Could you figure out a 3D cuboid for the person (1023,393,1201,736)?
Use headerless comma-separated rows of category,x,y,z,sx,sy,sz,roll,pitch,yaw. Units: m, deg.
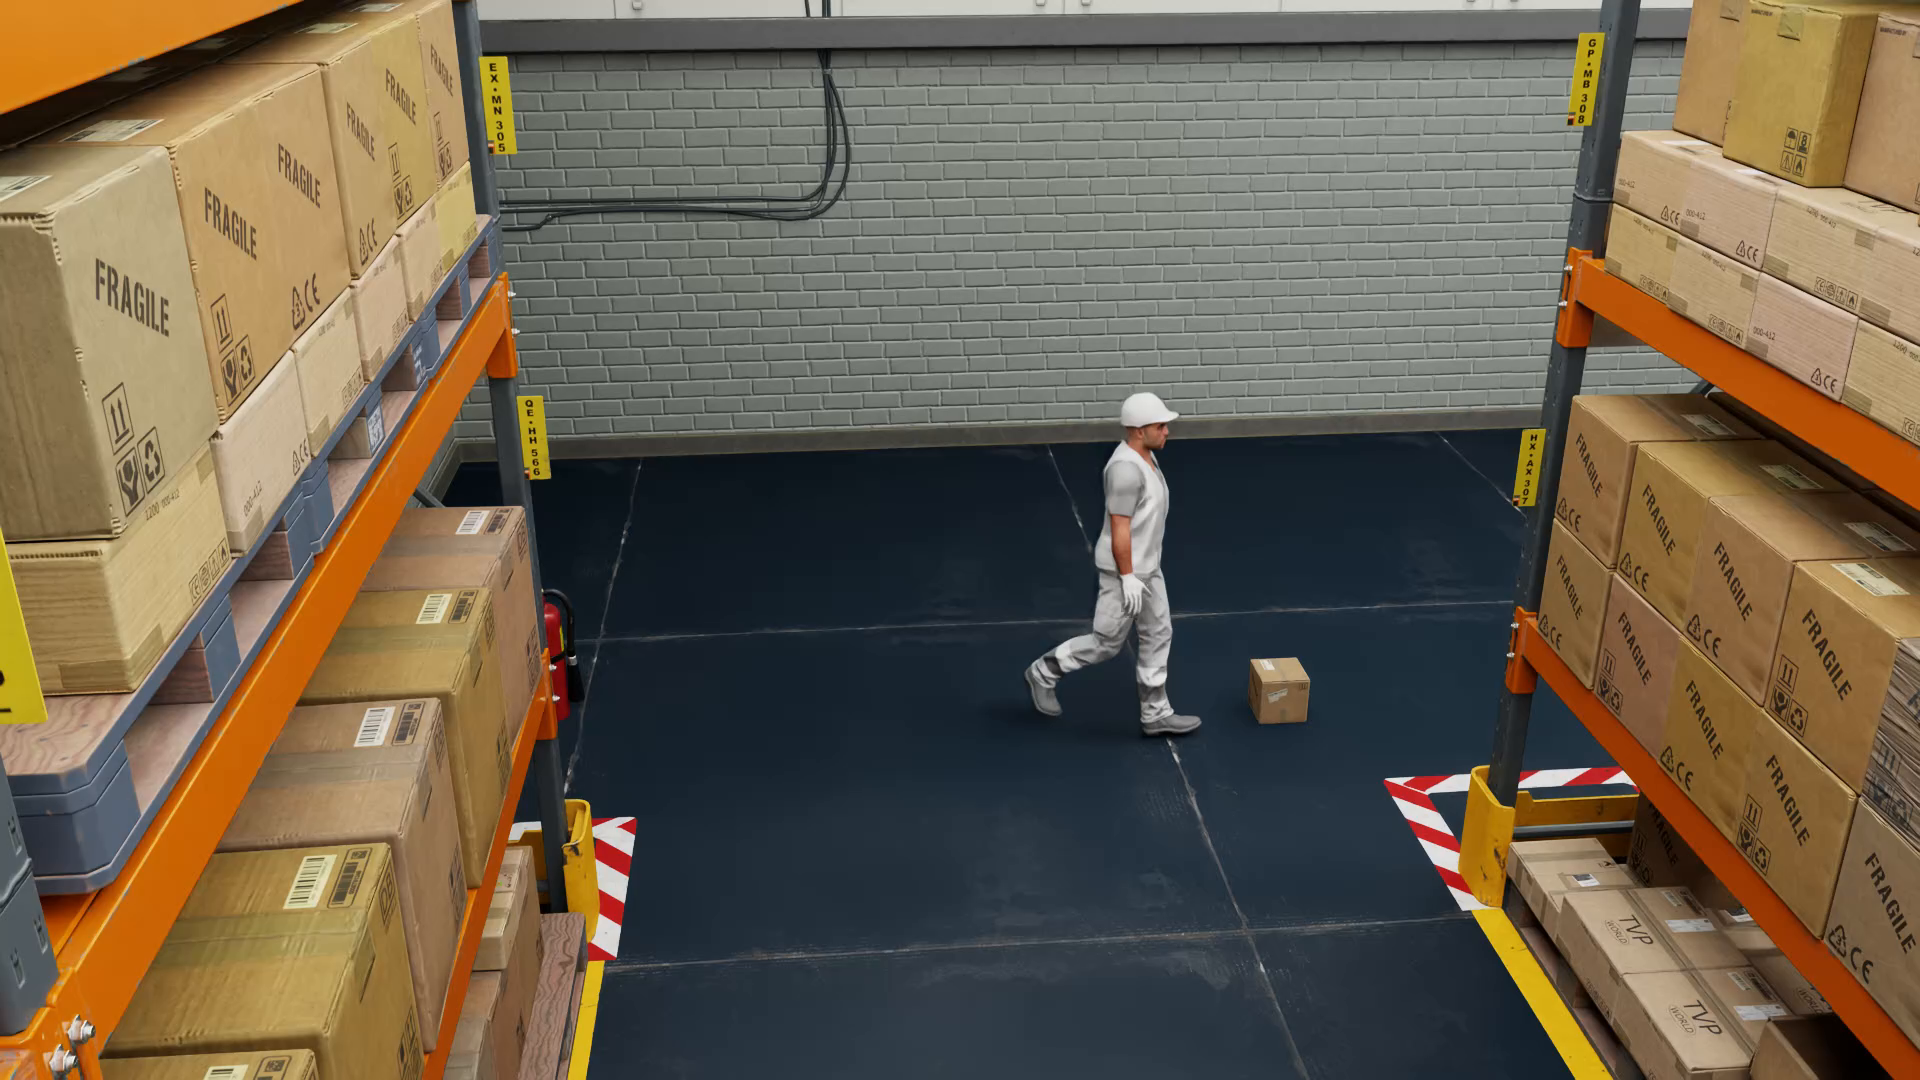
person,0.790,0.128,8.287,0.919,1.767,0.620,8,25,19
